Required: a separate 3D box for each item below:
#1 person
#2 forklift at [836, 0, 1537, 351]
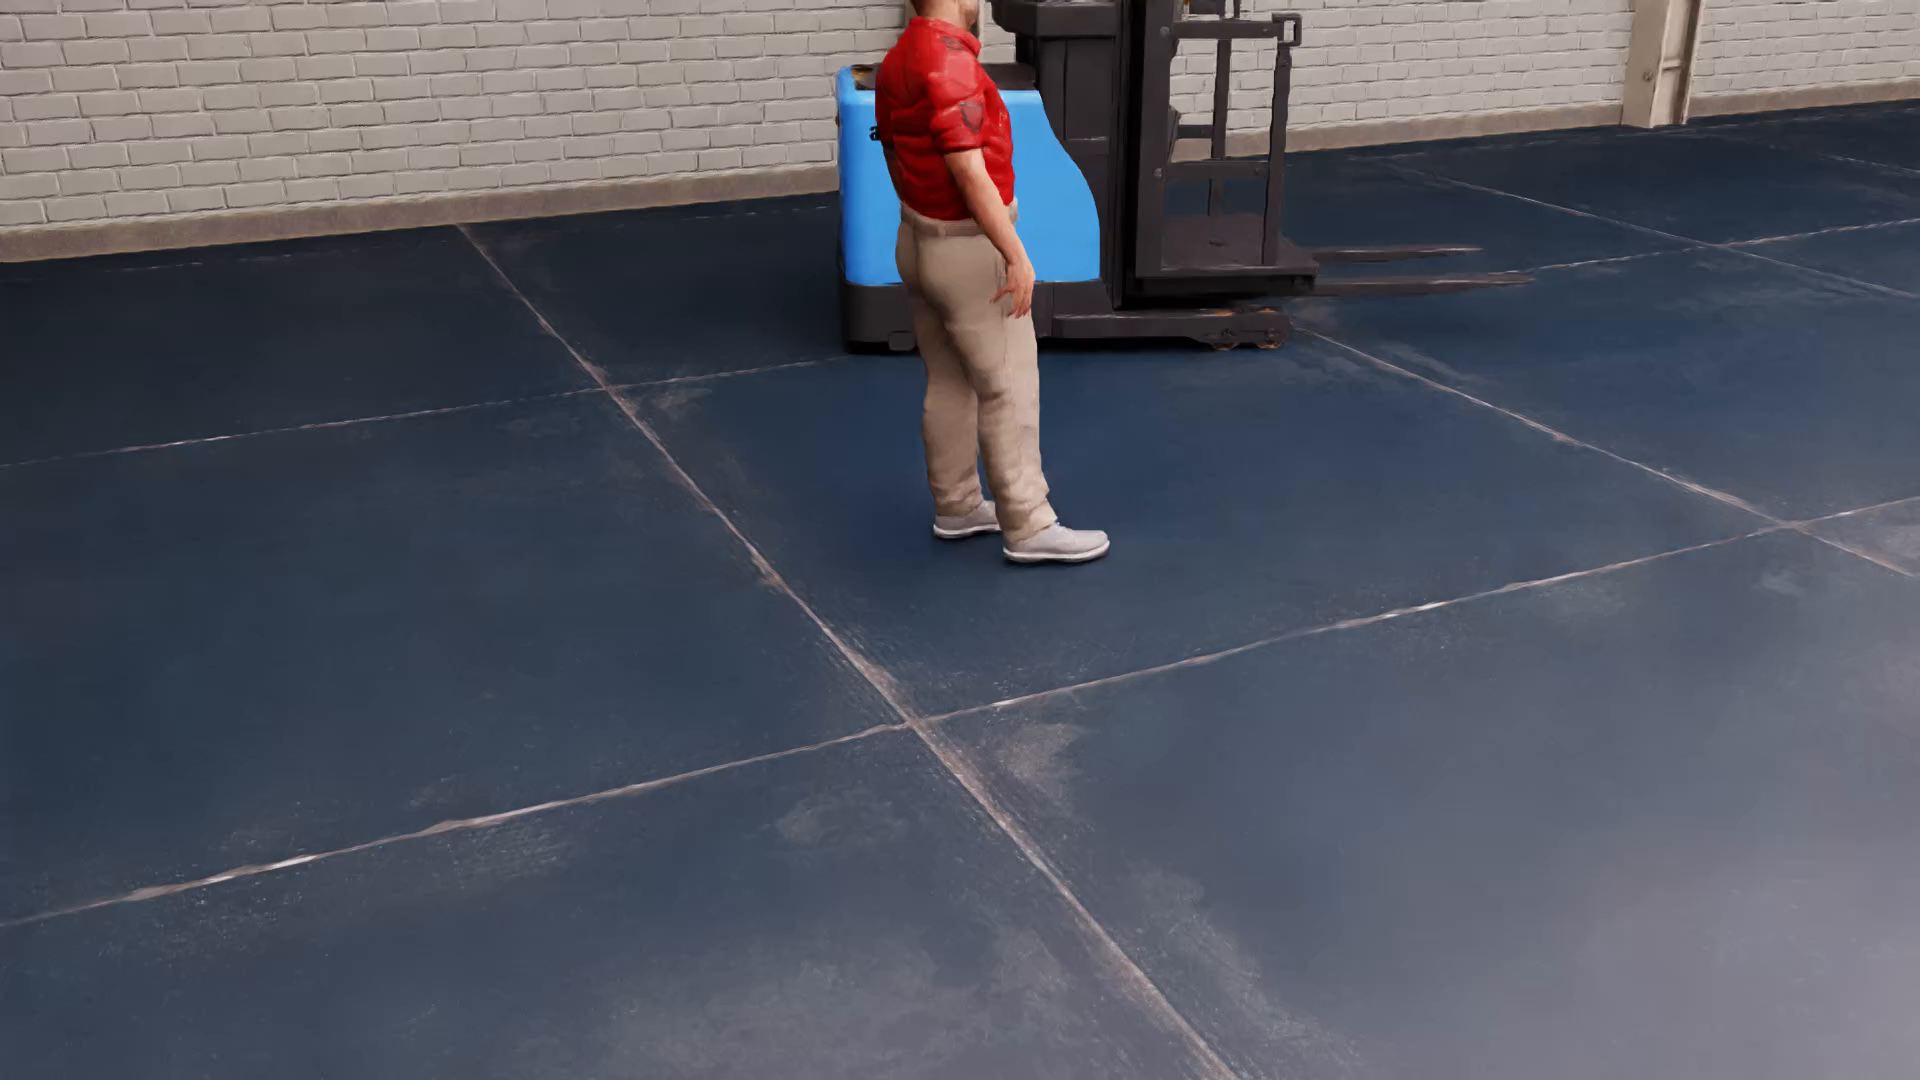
[{"bbox_3d":[0.086,-0.816,4.798,0.550,1.726,0.640,-10,25,-23],"label":"person"},{"bbox_3d":[0.983,-2.357,6.961,3.031,2.935,1.130,-2,23,-5],"label":"forklift"}]
